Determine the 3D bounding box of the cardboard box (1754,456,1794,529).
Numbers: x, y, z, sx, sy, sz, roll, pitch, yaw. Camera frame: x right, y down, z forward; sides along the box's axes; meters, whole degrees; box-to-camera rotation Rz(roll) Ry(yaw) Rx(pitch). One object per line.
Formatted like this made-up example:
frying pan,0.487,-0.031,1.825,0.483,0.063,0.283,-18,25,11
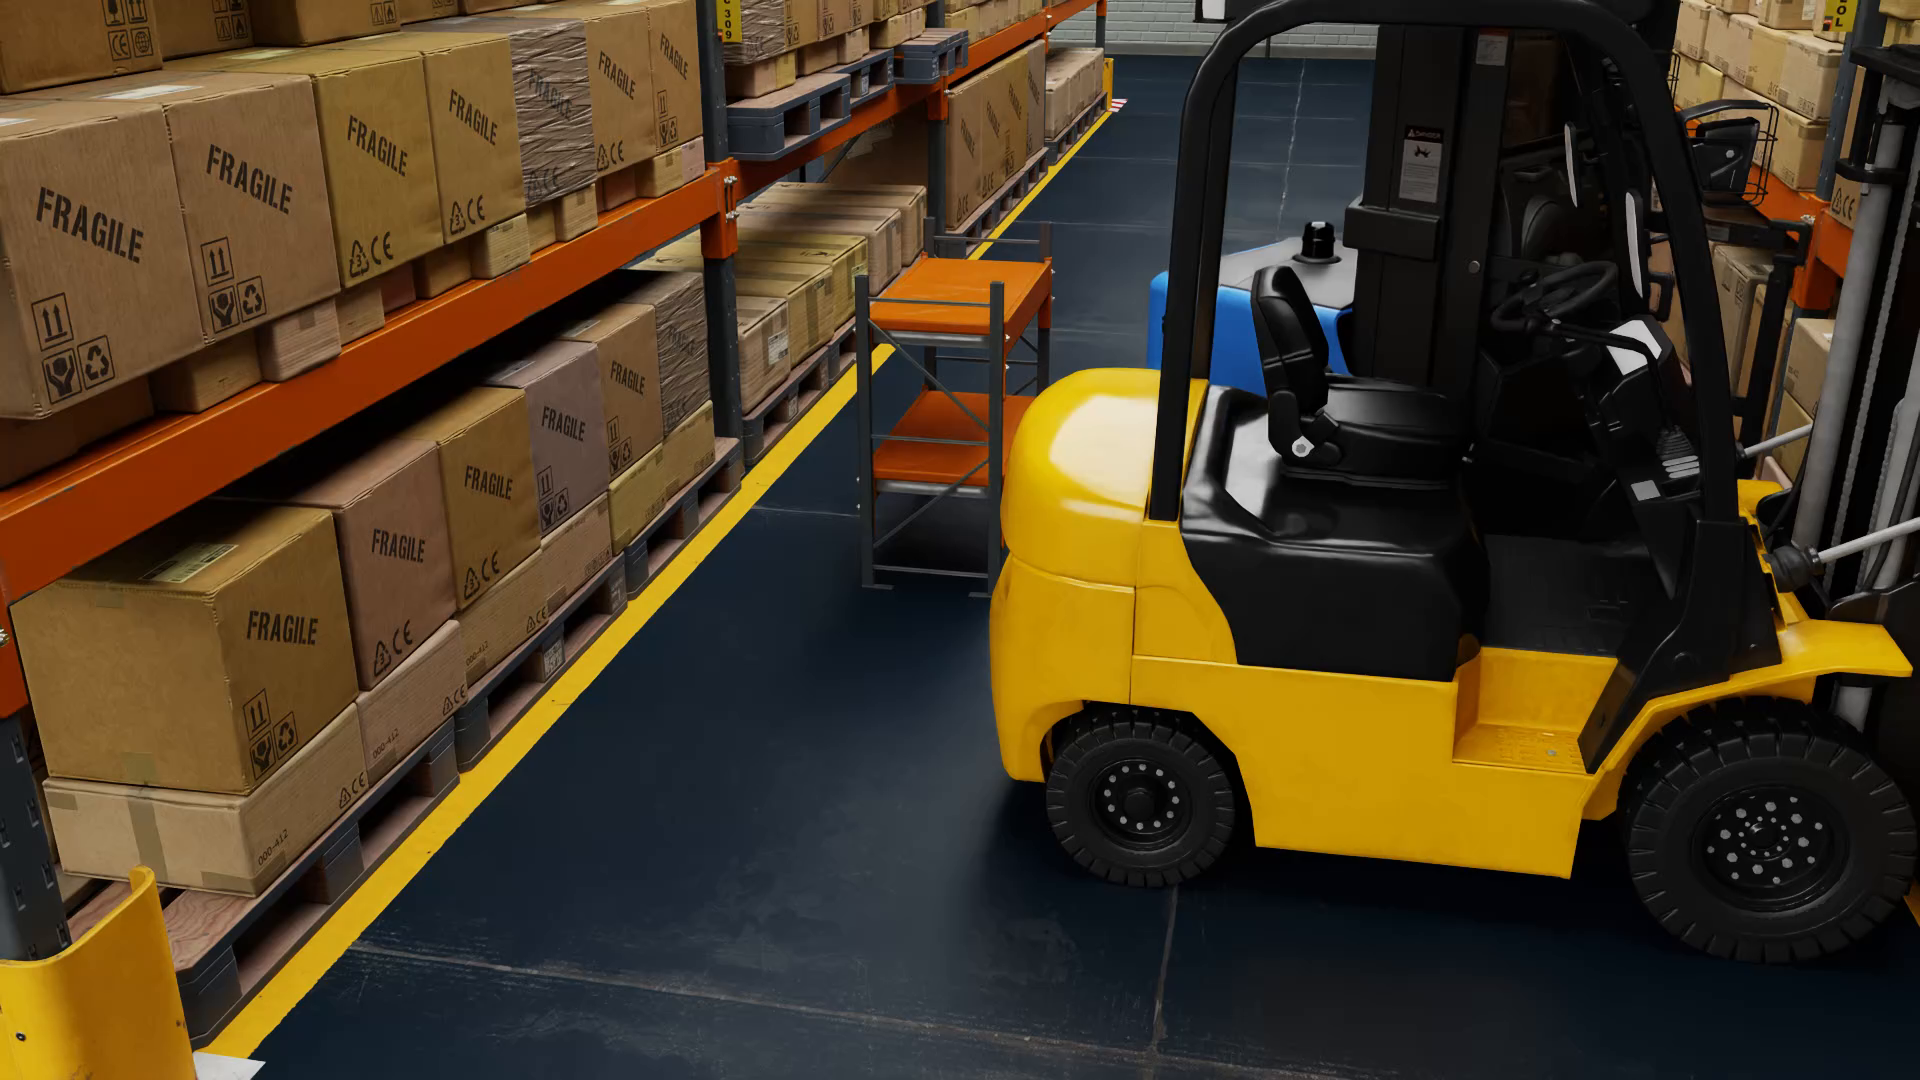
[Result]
cardboard box,3.028,-0.070,5.632,0.500,0.250,0.500,5,22,11

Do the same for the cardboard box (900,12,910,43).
cardboard box,-0.480,-2.793,9.046,0.380,0.149,0.250,3,22,8

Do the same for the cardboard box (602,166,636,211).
cardboard box,-1.350,-1.241,5.757,0.380,0.149,0.250,5,22,11

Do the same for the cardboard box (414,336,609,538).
cardboard box,-1.472,-0.337,5.291,0.500,0.500,0.500,6,23,14

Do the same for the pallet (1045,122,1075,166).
pallet,0.455,-3.584,14.971,1.003,0.211,1.213,4,22,11

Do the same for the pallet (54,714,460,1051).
pallet,-2.009,0.754,4.198,1.003,0.211,1.213,4,22,11

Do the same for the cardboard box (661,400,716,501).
cardboard box,-1.266,-0.362,6.357,0.500,0.250,0.500,5,23,13

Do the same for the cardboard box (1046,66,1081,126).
cardboard box,0.639,-4.161,15.537,0.875,0.438,0.875,4,22,9

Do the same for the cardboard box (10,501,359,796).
cardboard box,-1.786,0.233,3.874,0.500,0.500,0.500,4,22,9

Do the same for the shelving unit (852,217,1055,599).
shelving unit,0.001,-0.524,6.150,0.538,1.125,1.048,4,22,11

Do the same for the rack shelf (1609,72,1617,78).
rack shelf,4.675,-3.163,11.156,1.077,0.370,4.000,4,22,11

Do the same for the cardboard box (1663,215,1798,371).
cardboard box,3.864,-1.146,7.801,0.875,0.625,0.625,4,22,9

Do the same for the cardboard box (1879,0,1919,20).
cardboard box,3.096,-1.694,5.145,0.380,0.149,0.250,5,22,12

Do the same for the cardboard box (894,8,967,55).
cardboard box,-0.247,-3.233,10.566,0.500,0.250,0.500,4,22,10

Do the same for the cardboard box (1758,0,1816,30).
cardboard box,3.364,-2.079,6.500,0.380,0.149,0.250,4,22,9

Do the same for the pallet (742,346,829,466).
pallet,-1.251,-0.671,7.738,1.003,0.211,1.213,4,22,11

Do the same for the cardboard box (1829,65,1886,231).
cardboard box,3.105,-1.207,5.201,0.500,0.500,0.500,4,22,9

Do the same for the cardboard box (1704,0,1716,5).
cardboard box,3.661,-2.546,7.658,0.380,0.149,0.250,5,22,12

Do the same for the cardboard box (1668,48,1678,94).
cardboard box,3.830,-2.369,8.421,0.500,0.250,0.500,4,22,10

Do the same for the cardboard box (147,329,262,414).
cardboard box,-1.782,-0.393,3.651,0.380,0.149,0.250,4,22,9

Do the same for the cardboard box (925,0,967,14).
cardboard box,-0.247,-3.472,10.490,0.500,0.250,0.500,4,22,11

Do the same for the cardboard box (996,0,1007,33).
cardboard box,0.051,-3.794,11.960,0.500,0.250,0.500,4,22,11

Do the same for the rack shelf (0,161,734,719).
rack shelf,-1.817,-0.615,4.828,1.077,0.370,4.000,4,22,11

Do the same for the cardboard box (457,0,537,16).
cardboard box,-1.837,-1.998,5.430,0.700,0.500,0.500,5,22,11

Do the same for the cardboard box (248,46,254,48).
cardboard box,-2.050,-1.170,4.712,0.500,0.500,0.500,5,22,12

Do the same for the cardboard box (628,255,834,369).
cardboard box,-1.161,-1.111,8.052,0.950,0.372,0.625,6,23,14

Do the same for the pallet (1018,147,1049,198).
pallet,0.140,-3.024,13.580,1.003,0.211,1.213,4,22,11

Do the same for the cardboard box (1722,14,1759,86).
cardboard box,3.509,-2.039,6.934,0.500,0.250,0.500,5,22,12

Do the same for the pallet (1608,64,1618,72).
pallet,4.337,-2.930,9.870,1.213,0.211,1.003,4,22,11

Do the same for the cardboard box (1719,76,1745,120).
cardboard box,3.526,-1.801,7.011,0.500,0.250,0.500,5,22,11

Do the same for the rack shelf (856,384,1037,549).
rack shelf,0.001,-0.297,6.241,0.538,0.278,1.000,4,22,11

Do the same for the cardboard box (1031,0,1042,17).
cardboard box,0.379,-4.353,13.347,0.500,0.250,0.500,4,22,10

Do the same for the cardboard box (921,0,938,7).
cardboard box,-0.413,-3.334,9.524,0.500,0.500,0.500,4,22,9

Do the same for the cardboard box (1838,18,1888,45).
cardboard box,3.303,-1.792,5.786,0.380,0.149,0.250,5,23,13

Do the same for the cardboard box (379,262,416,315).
cardboard box,-1.670,-0.681,4.365,0.380,0.149,0.250,5,23,13

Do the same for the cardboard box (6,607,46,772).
cardboard box,-2.317,0.203,3.949,0.500,0.500,0.500,5,22,11

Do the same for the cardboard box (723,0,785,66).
cardboard box,-1.032,-2.209,6.728,0.500,0.500,0.500,5,22,12

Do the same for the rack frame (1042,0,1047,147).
rack frame,0.224,-4.606,13.774,1.000,3.000,0.127,4,22,11

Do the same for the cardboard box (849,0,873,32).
cardboard box,-0.722,-2.760,8.098,0.500,0.500,0.500,4,22,9

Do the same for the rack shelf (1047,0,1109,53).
rack shelf,0.632,-5.003,15.725,1.077,0.370,4.000,4,22,11

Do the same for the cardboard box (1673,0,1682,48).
cardboard box,3.834,-2.601,8.329,0.500,0.250,0.500,5,23,13

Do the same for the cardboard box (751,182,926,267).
cardboard box,-0.718,-1.913,10.043,0.950,0.372,0.625,3,22,7

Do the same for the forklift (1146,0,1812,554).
forklift,2.043,-1.026,4.978,1.130,2.935,3.031,-20,30,-41

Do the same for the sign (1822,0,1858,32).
sign,2.918,-1.841,5.466,0.100,0.325,0.005,4,22,11

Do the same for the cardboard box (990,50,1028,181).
cardboard box,-0.001,-3.251,12.693,0.875,0.875,0.875,5,22,12

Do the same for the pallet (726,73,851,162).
pallet,-1.111,-1.859,7.212,1.003,0.211,1.213,4,22,11

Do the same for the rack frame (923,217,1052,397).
rack frame,0.105,-0.710,6.611,0.500,1.125,0.032,4,22,11

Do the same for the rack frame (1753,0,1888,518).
rack frame,3.451,-1.303,5.573,1.000,3.000,0.127,4,22,11

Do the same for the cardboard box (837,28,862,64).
cardboard box,-0.694,-2.411,8.098,0.380,0.149,0.250,5,23,13

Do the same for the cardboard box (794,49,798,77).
cardboard box,-0.944,-2.136,7.417,0.380,0.149,0.250,6,23,14

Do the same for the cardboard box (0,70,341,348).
cardboard box,-1.754,-0.743,3.651,0.500,0.500,0.500,5,23,13

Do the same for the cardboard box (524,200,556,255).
cardboard box,-1.462,-0.959,5.057,0.380,0.149,0.250,4,22,10

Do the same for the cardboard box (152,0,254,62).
cardboard box,-2.221,-1.447,4.062,0.700,0.500,0.500,4,22,10

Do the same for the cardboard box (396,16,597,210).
cardboard box,-1.456,-1.304,5.044,0.500,0.500,0.500,5,22,12

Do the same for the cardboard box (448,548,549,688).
cardboard box,-1.579,0.203,4.952,0.500,0.250,0.500,6,23,15
